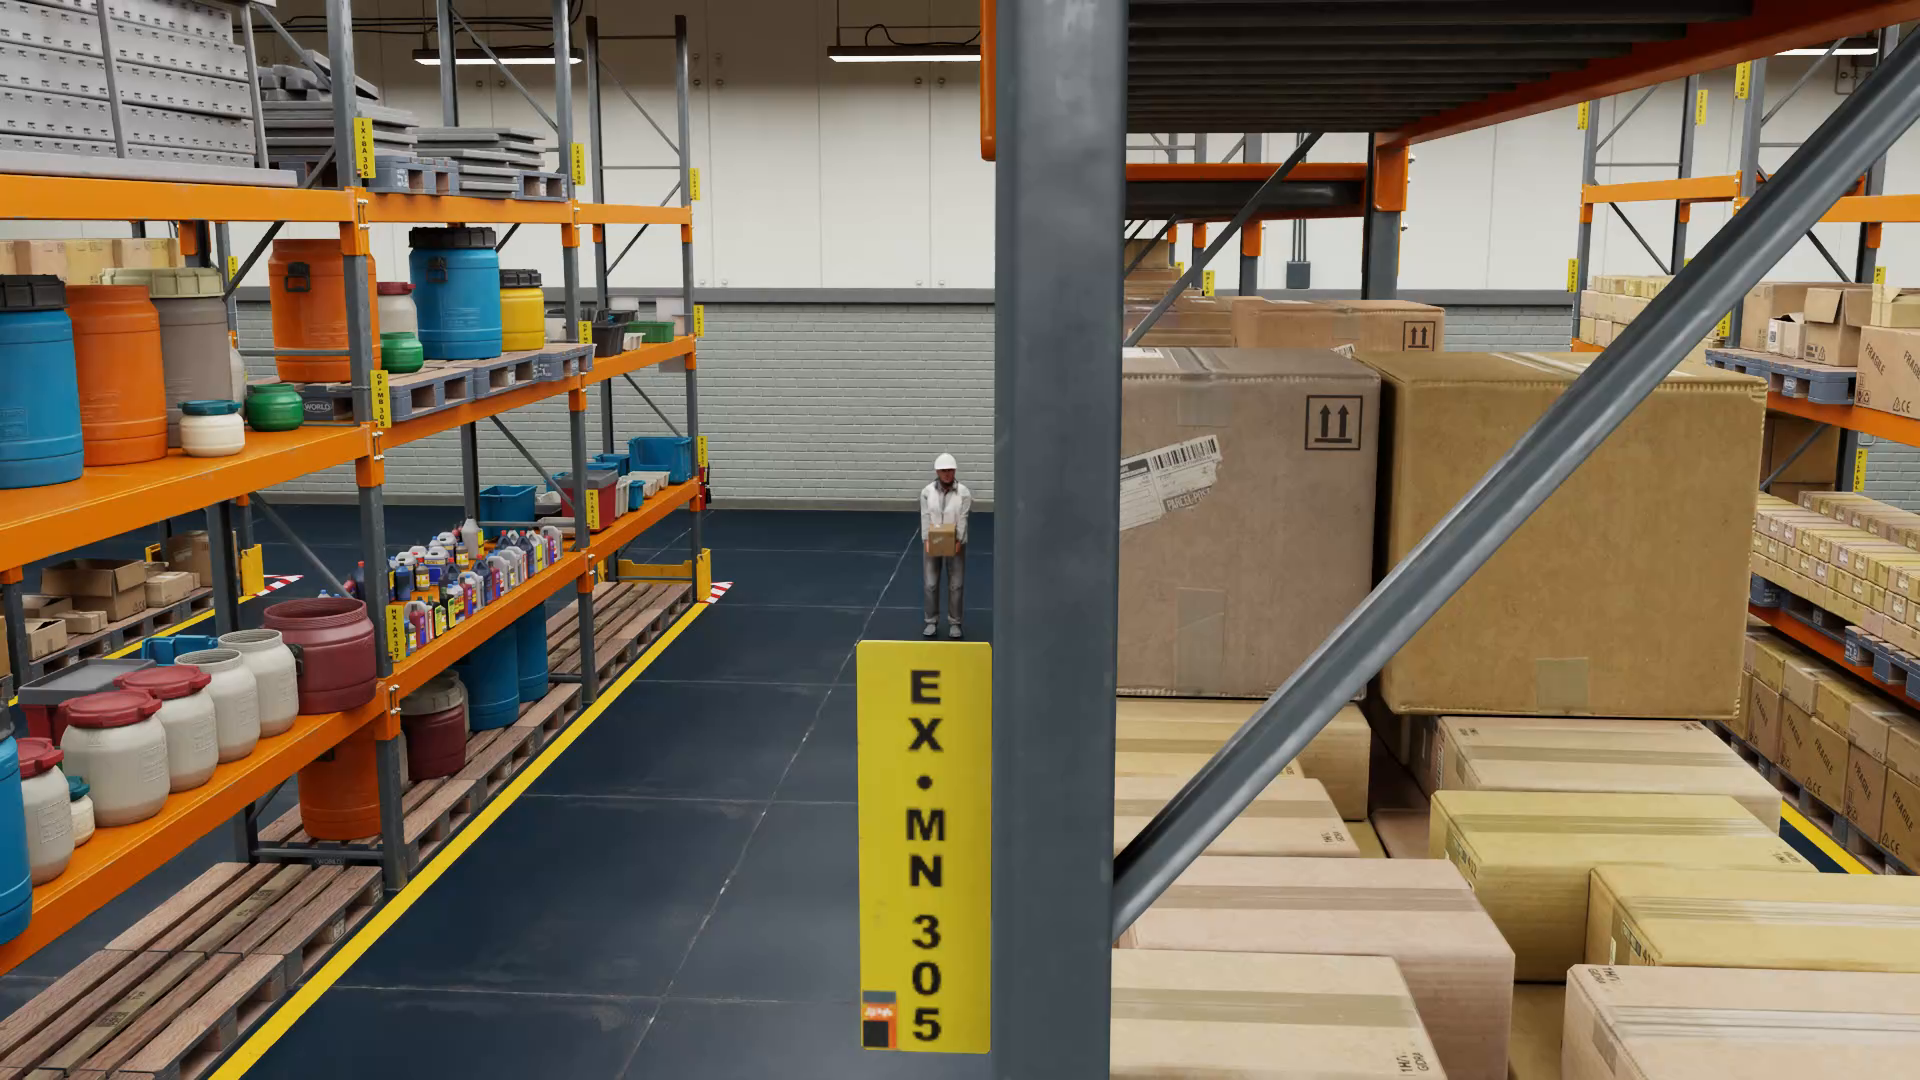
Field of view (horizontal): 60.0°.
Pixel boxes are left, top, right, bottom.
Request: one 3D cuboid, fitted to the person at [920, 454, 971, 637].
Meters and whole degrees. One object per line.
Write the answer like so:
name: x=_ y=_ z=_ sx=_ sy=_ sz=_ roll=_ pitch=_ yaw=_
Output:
person: x=-0.140 y=0.057 z=16.069 sx=0.494 sy=1.772 sz=0.557 roll=1 pitch=11 yaw=3
